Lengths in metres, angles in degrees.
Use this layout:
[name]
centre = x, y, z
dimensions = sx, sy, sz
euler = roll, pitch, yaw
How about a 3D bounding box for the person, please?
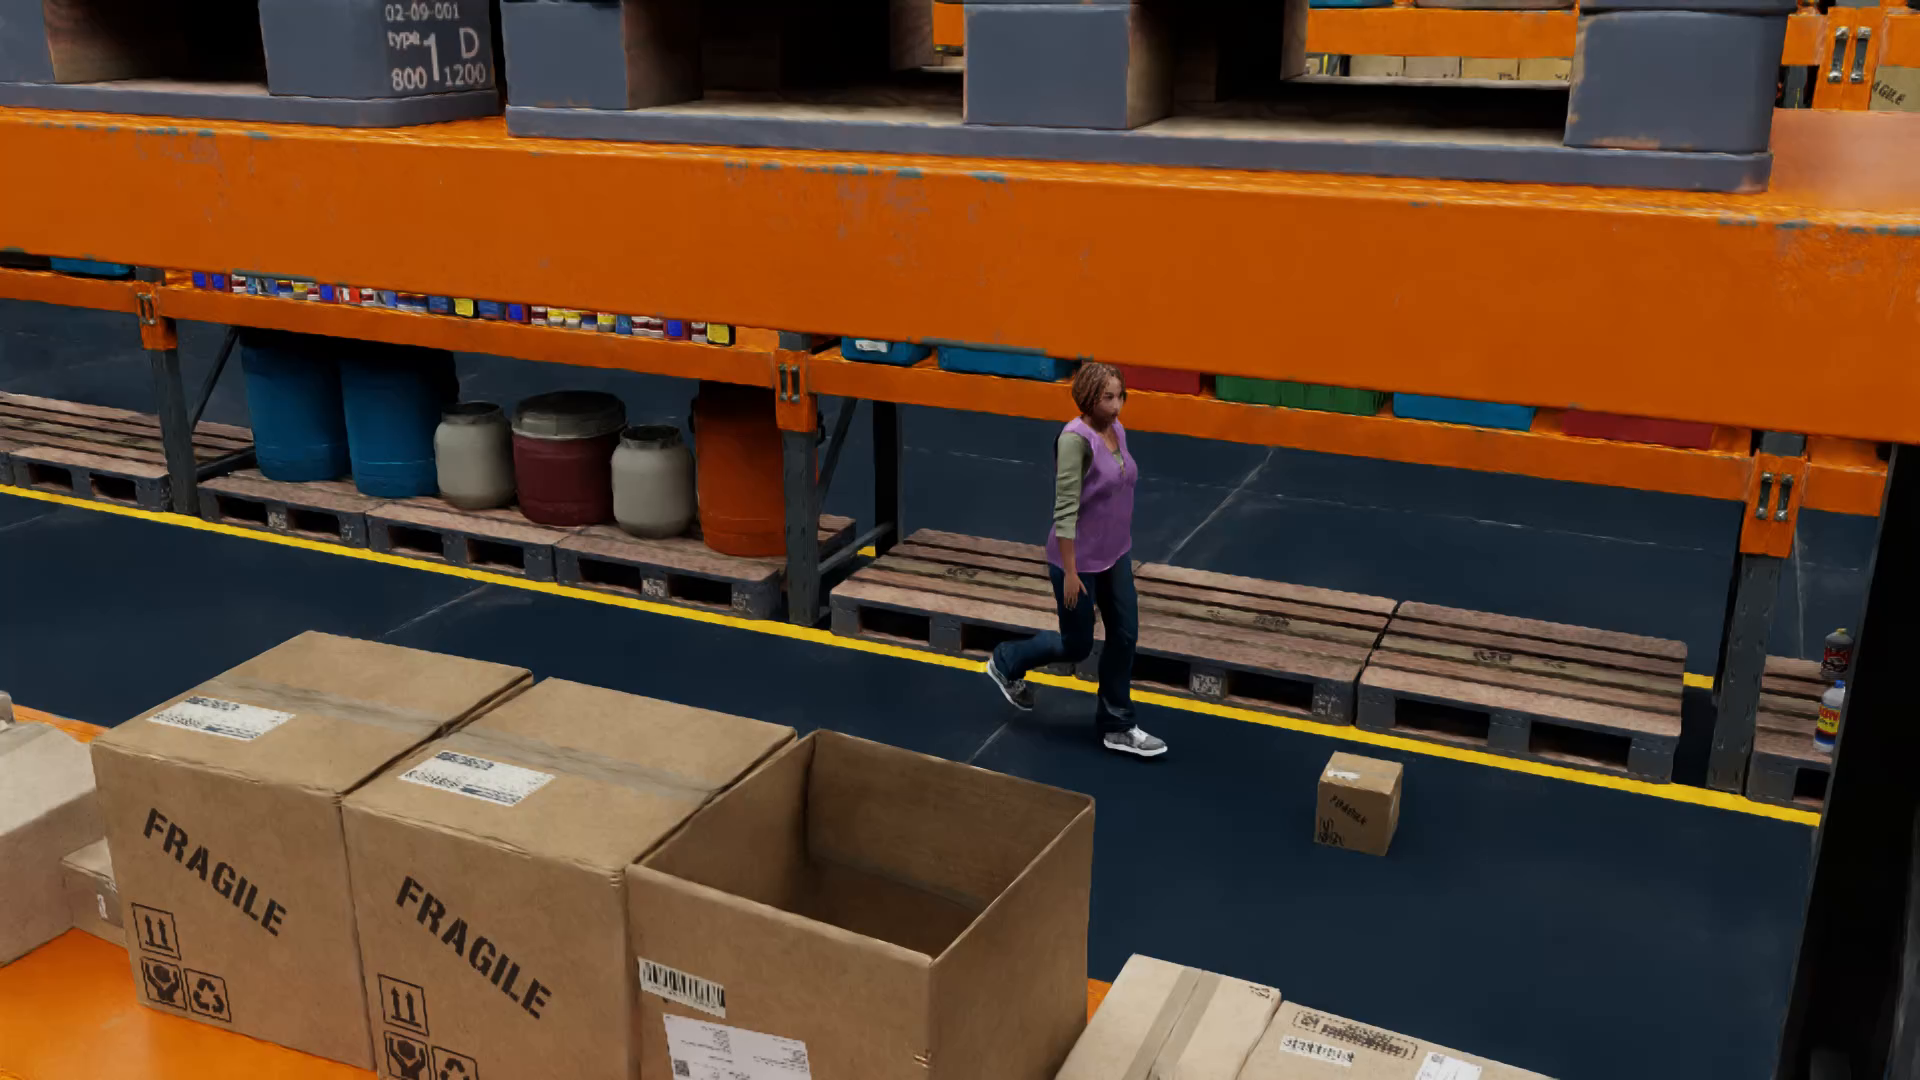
[person]
centre = 0.456, 0.053, 6.422
dimensions = 0.797, 1.561, 0.467
euler = 14, 24, 35
